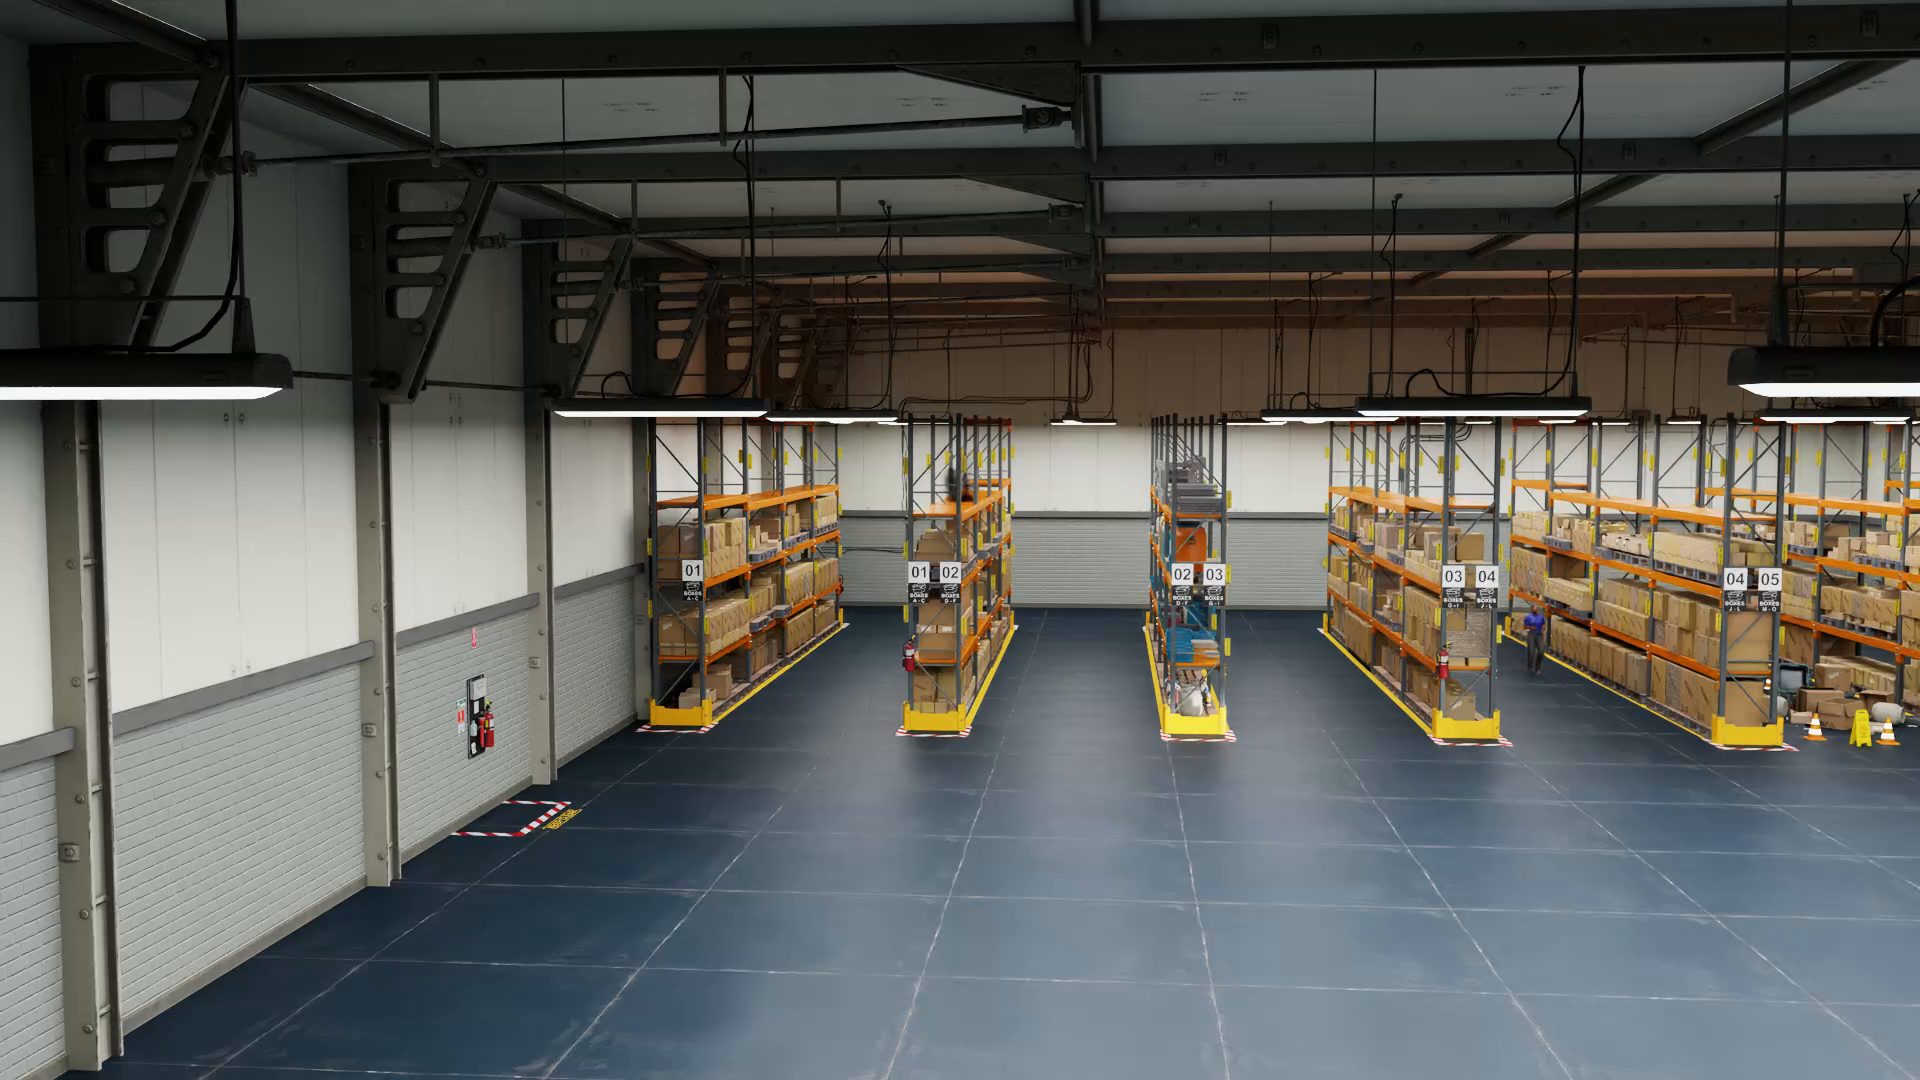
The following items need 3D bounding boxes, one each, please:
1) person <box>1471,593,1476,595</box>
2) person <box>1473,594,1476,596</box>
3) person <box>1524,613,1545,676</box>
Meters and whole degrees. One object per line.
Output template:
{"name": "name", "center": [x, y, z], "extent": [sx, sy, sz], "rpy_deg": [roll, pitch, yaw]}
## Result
{"name": "person", "center": [13.982, 1.842, 46.106], "extent": [0.684, 1.617, 0.788], "rpy_deg": [2, 4, 23]}
{"name": "person", "center": [13.821, 1.992, 44.404], "extent": [0.548, 1.564, 0.807], "rpy_deg": [1, 4, 14]}
{"name": "person", "center": [13.344, 2.410, 38.677], "extent": [0.510, 1.477, 0.453], "rpy_deg": [0, 4, 4]}
